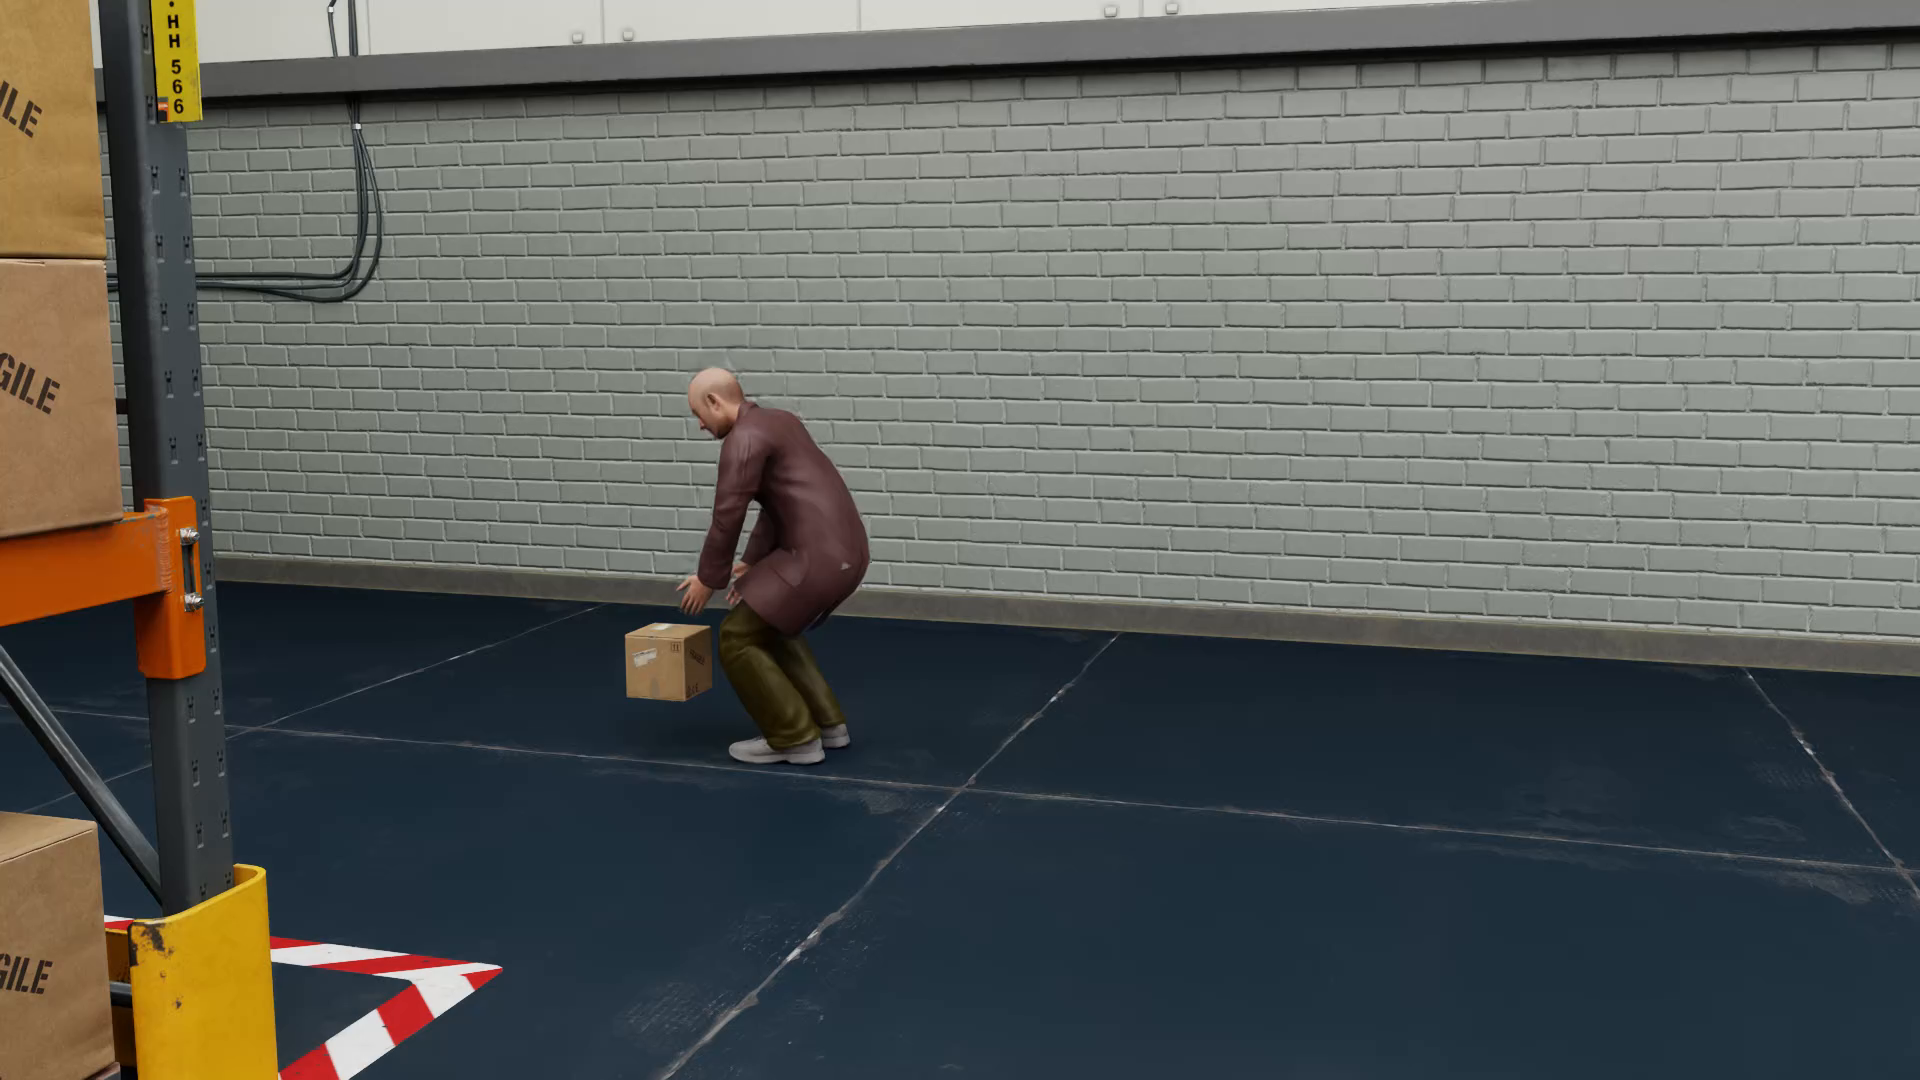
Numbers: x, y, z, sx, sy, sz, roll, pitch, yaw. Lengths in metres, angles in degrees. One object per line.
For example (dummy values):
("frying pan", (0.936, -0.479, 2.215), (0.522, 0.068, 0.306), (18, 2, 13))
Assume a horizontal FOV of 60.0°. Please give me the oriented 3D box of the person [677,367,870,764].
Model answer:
("person", (-0.694, 0.093, 6.291), (0.680, 1.483, 0.630), (2, 9, 16))
